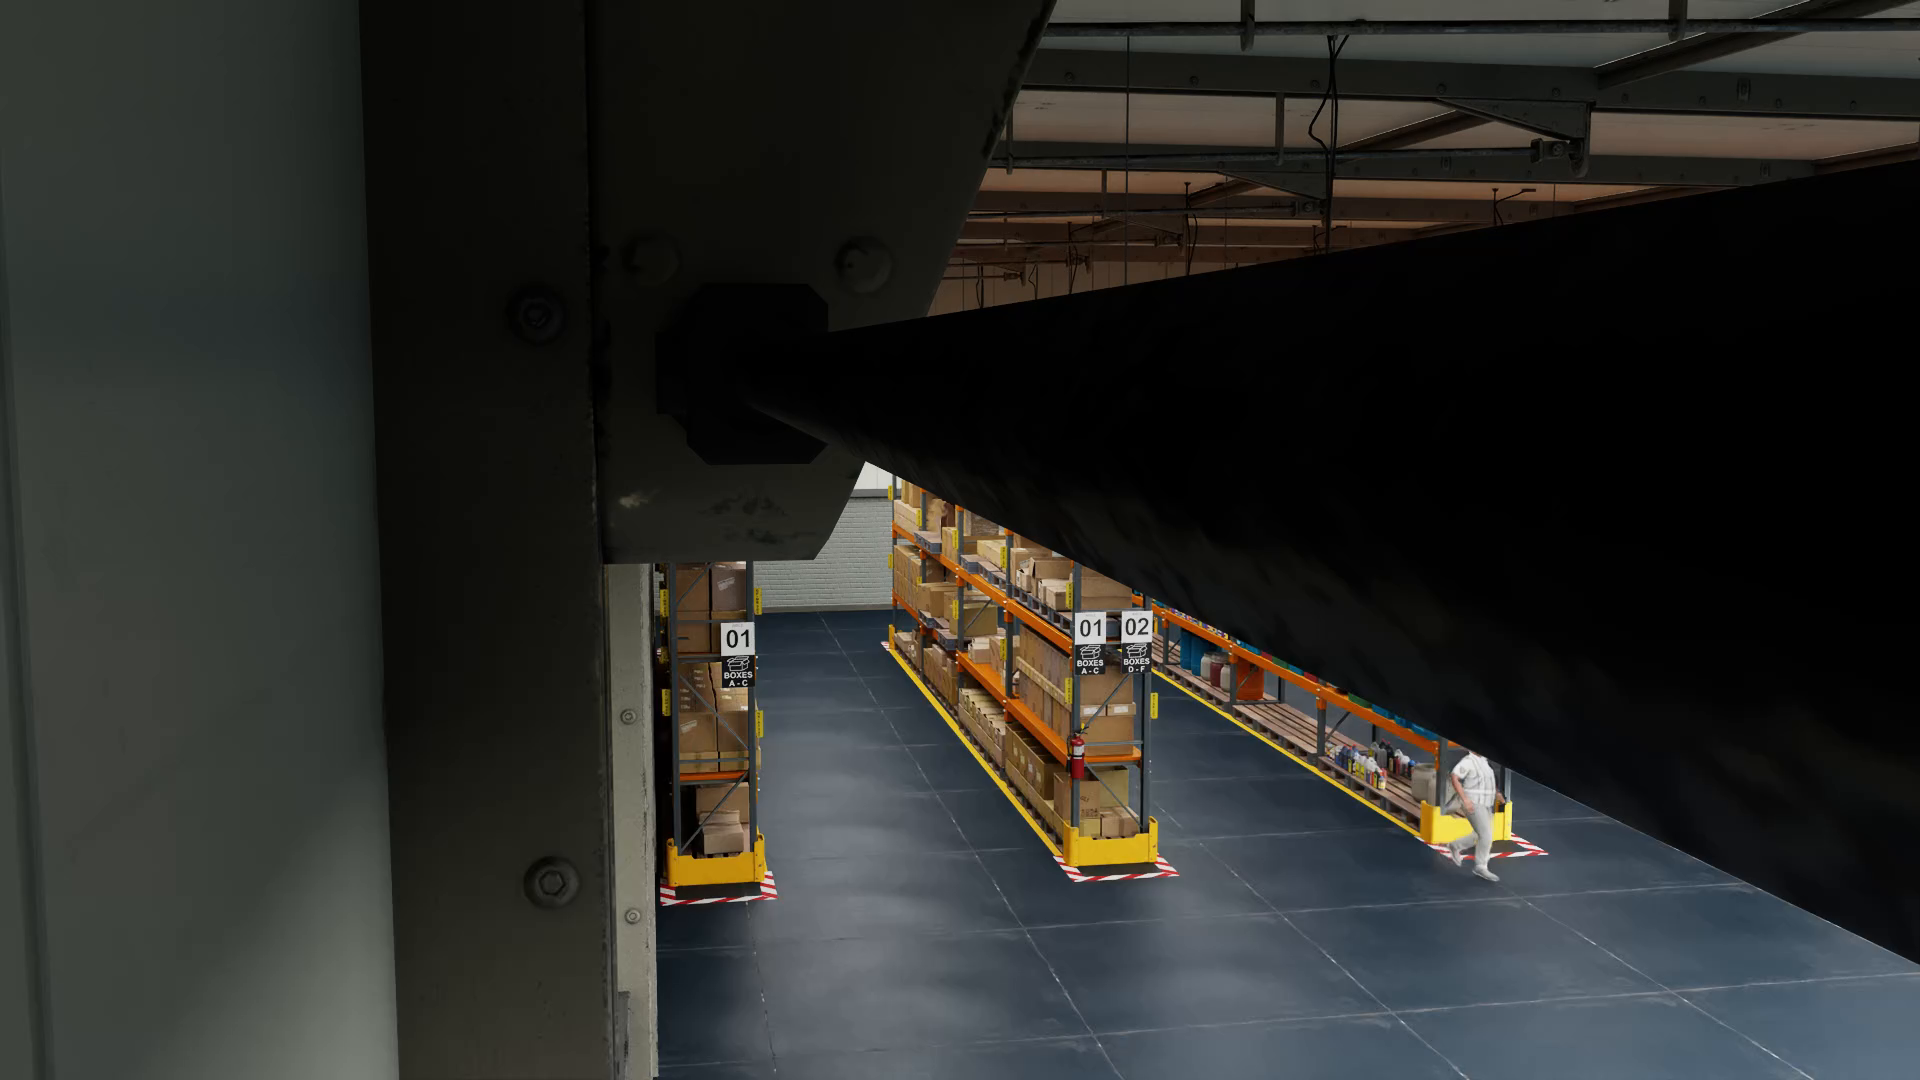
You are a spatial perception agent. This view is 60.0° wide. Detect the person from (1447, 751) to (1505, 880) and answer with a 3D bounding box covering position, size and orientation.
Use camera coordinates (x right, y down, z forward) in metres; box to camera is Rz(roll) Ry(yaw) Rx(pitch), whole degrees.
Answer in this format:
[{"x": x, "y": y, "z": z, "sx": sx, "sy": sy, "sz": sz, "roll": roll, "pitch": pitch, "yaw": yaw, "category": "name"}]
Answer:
[{"x": 6.400, "y": 3.260, "z": 20.570, "sx": 0.716, "sy": 1.756, "sz": 0.714, "roll": 5, "pitch": 8, "yaw": 41, "category": "person"}]
